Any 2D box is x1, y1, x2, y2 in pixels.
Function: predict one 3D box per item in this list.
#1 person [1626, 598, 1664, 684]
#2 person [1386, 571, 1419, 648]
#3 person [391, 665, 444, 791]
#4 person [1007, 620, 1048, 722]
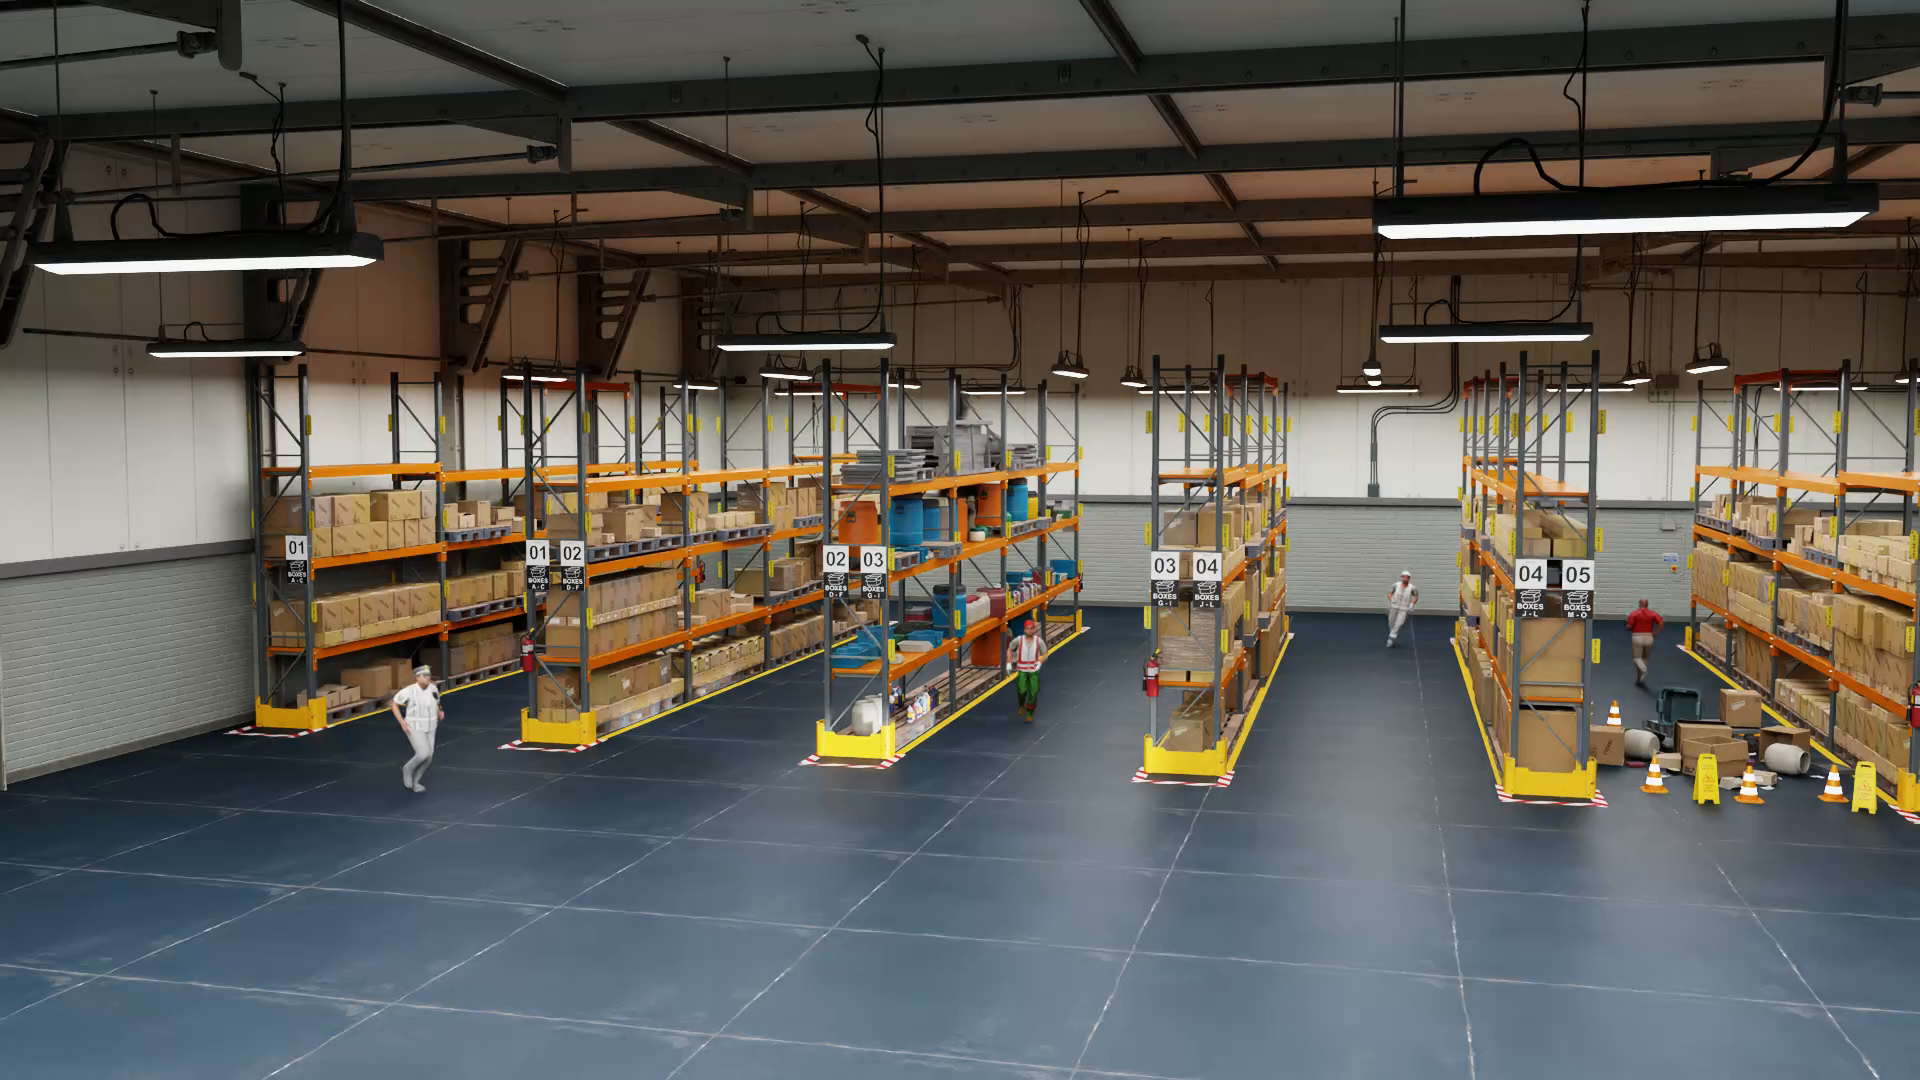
[{"bbox_3d":[13.081,1.967,31.836,0.663,1.729,0.892,0,4,5],"label":"person"},{"bbox_3d":[9.960,1.555,37.419,0.665,1.731,0.924,2,4,25],"label":"person"},{"bbox_3d":[-7.322,2.567,22.684,0.602,1.740,0.665,3,5,34],"label":"person"},{"bbox_3d":[1.133,2.208,27.907,0.683,1.734,0.618,0,4,-1],"label":"person"}]
